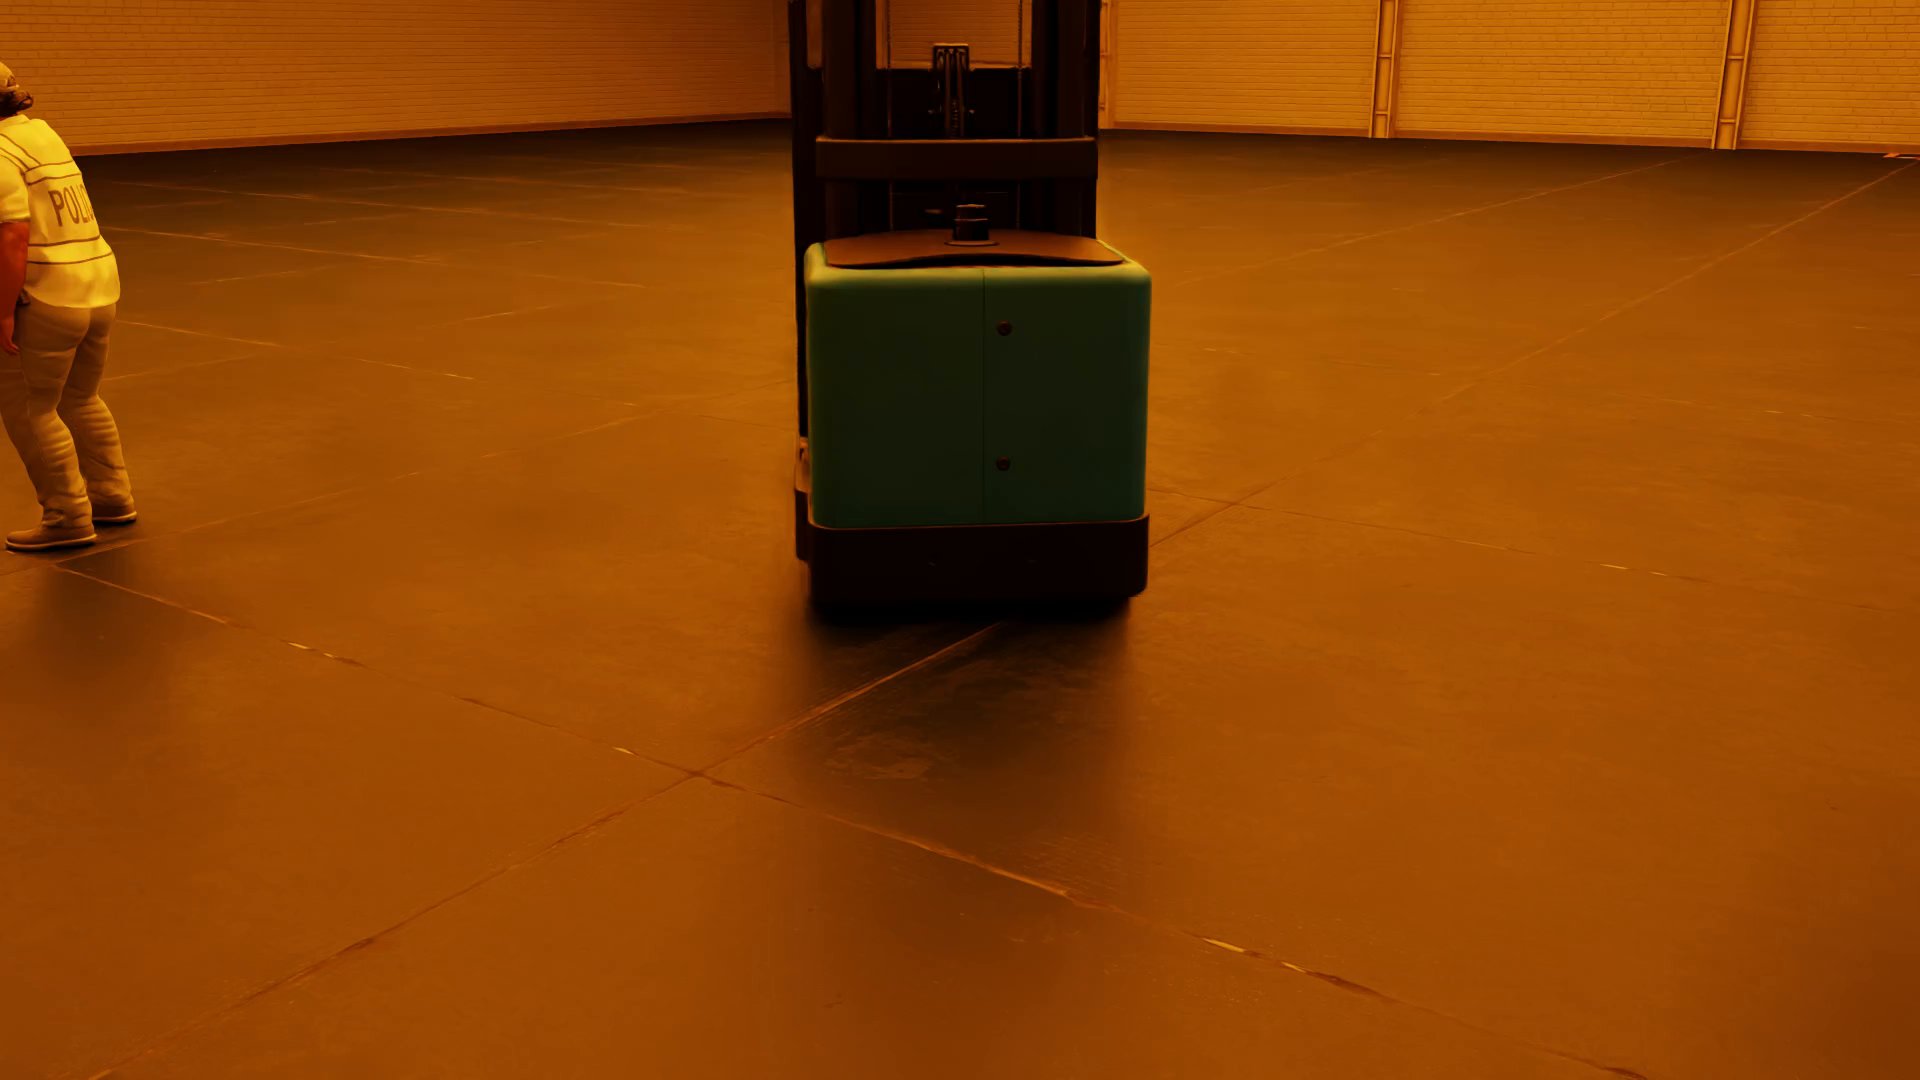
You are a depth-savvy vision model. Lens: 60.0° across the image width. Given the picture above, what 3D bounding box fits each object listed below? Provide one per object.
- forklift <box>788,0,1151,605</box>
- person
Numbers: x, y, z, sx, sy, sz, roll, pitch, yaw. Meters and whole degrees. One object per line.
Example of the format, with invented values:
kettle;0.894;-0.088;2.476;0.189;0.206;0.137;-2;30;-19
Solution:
forklift;-0.080;-1.581;6.119;1.130;2.935;3.031;-2;17;-6
person;-3.192;-0.816;5.777;0.468;1.665;0.553;0;17;0
